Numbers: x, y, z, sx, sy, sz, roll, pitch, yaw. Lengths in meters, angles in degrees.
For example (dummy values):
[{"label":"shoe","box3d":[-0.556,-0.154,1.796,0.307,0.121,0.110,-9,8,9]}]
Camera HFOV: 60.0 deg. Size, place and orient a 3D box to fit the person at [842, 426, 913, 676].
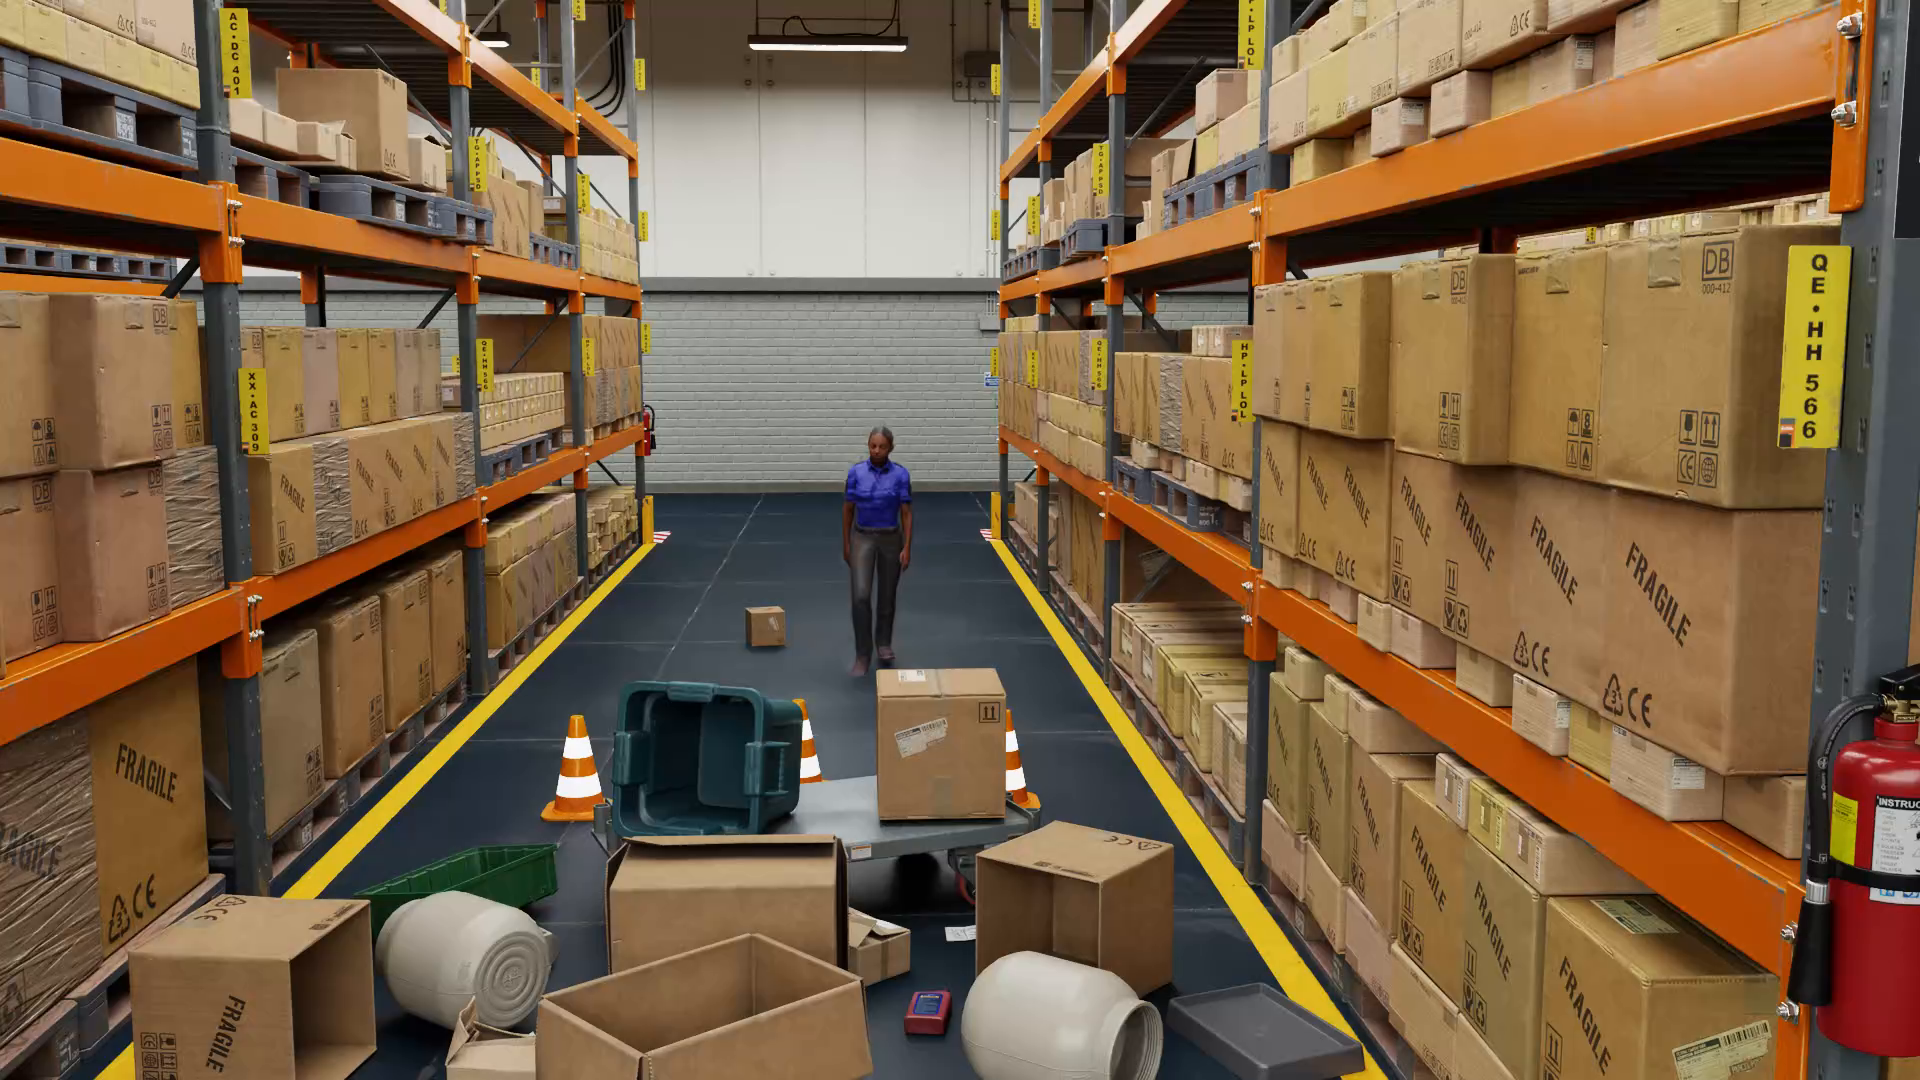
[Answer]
[{"label":"person","box3d":[-0.564,0.079,11.320,0.469,1.727,0.605,-1,7,-7]}]
